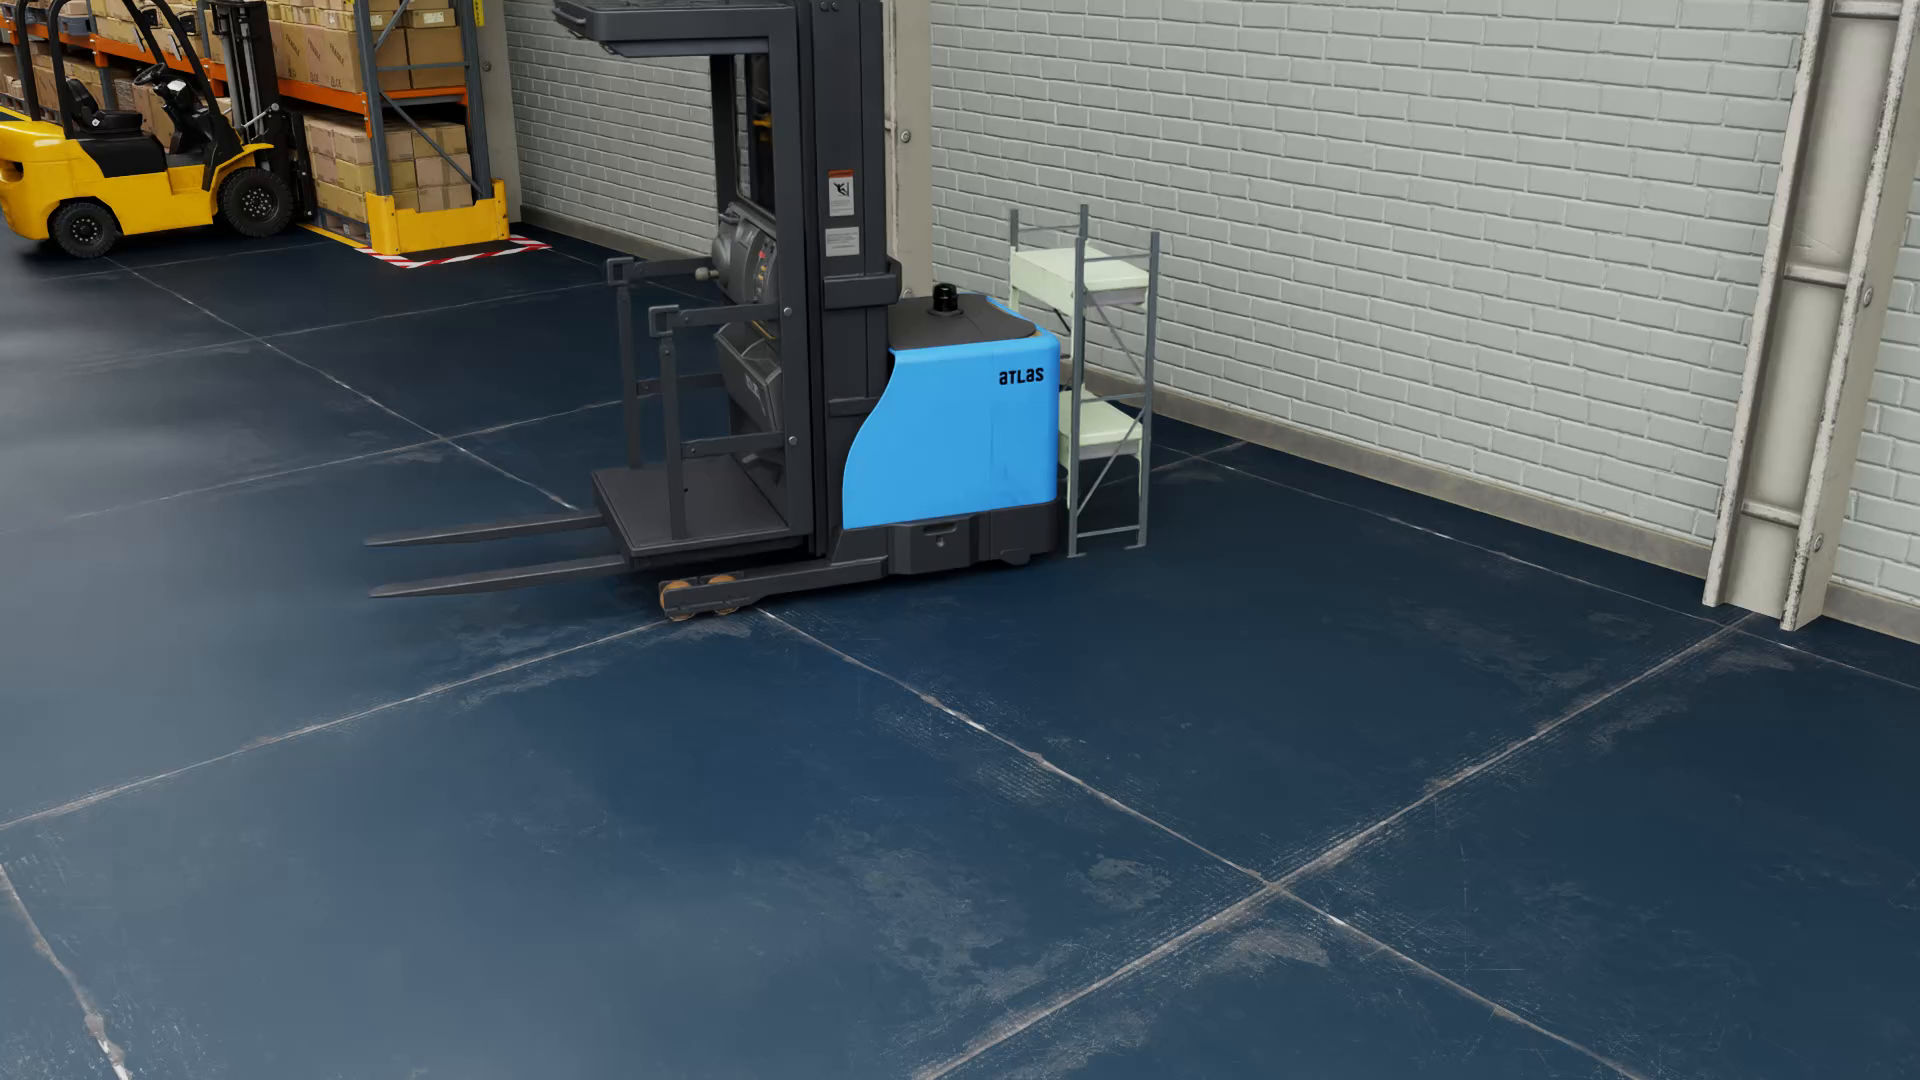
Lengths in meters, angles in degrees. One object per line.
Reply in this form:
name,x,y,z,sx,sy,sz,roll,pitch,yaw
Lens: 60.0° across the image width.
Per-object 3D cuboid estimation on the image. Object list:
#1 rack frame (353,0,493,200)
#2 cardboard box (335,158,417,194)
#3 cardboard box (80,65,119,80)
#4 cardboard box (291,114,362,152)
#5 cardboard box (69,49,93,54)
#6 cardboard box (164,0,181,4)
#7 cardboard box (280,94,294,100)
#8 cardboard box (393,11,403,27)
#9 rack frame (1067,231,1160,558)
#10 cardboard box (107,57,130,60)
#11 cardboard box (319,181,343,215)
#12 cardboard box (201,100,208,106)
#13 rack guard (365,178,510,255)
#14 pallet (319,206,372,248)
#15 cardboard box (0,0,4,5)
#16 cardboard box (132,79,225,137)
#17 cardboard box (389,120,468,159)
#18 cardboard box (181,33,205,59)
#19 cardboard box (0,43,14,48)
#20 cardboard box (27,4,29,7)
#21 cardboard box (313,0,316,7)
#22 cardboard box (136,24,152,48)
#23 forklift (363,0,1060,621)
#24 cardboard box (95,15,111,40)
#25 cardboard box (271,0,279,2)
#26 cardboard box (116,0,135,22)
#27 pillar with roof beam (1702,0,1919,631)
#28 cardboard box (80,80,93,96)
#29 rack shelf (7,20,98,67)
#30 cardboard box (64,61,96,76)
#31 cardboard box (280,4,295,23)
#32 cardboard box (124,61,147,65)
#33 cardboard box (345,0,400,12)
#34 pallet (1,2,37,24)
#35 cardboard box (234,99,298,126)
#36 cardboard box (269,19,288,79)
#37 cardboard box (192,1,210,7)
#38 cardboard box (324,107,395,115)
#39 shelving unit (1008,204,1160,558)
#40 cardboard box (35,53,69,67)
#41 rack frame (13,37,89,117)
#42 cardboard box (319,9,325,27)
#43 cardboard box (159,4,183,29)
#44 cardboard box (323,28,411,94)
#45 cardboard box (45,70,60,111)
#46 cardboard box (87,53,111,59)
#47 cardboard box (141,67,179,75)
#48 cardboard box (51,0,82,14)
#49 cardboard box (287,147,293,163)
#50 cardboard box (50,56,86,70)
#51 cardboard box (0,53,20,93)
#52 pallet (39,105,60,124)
rack frame,-4.571,-4.010,14.110,1.000,3.000,0.127,-17,27,-37
cardboard box,-5.126,-3.218,14.597,0.500,0.250,0.500,-18,28,-38
cardboard box,-10.647,-5.782,20.595,0.380,0.149,0.250,-19,28,-39
cardboard box,-5.783,-3.721,15.194,0.500,0.250,0.500,-17,27,-37
cardboard box,-11.945,-6.626,22.751,0.380,0.149,0.250,-19,28,-39
cardboard box,-8.147,-5.694,17.382,0.380,0.149,0.250,-19,28,-39
cardboard box,-6.714,-4.406,16.945,0.500,0.250,0.500,-17,27,-36
cardboard box,-4.805,-4.567,14.506,0.380,0.149,0.250,-17,27,-37
rack frame,0.694,-0.643,7.569,0.400,1.500,0.023,-8,23,-20
cardboard box,-10.926,-6.202,21.667,0.380,0.149,0.250,-19,28,-39
cardboard box,-5.435,-3.120,15.031,0.500,0.250,0.500,-17,27,-37
cardboard box,-7.531,-4.347,17.649,0.875,0.625,0.625,-16,26,-35
rack guard,-4.555,-2.840,14.549,1.175,0.500,0.348,-17,27,-37
pallet,-5.102,-2.913,15.133,1.003,0.211,1.213,-17,27,-37
cardboard box,-12.921,-7.477,22.759,0.500,0.250,0.500,-17,27,-36
cardboard box,-8.964,-4.956,19.205,0.875,0.625,0.625,-16,27,-36
cardboard box,-4.741,-3.569,14.807,0.500,0.250,0.500,-18,28,-38
cardboard box,-7.709,-5.123,17.155,0.500,0.250,0.500,-17,27,-36
cardboard box,-14.688,-7.272,25.286,0.797,0.503,0.637,-19,28,-39
cardboard box,-11.788,-6.983,21.309,0.396,0.266,0.258,-16,26,-35
cardboard box,-5.447,-4.759,14.588,0.380,0.149,0.250,-17,27,-37
cardboard box,-8.685,-5.545,18.235,0.500,0.250,0.500,-16,27,-36
forklift,-1.111,-1.237,7.123,3.031,2.935,1.130,-8,23,-19
cardboard box,-9.689,-5.970,19.319,0.500,0.250,0.500,-17,27,-37
cardboard box,-6.122,-5.042,15.310,0.380,0.149,0.250,-17,27,-37
cardboard box,-9.035,-5.915,18.494,0.500,0.250,0.500,-18,28,-39
pillar with roof beam,0.229,-2.870,2.974,9.100,9.000,0.400,-17,27,-37
cardboard box,-10.551,-5.459,20.659,0.500,0.500,0.500,-18,28,-38
rack shelf,-11.099,-6.438,21.295,1.077,0.370,4.000,-17,27,-37
cardboard box,-11.152,-6.003,21.161,0.380,0.149,0.250,-19,28,-40
cardboard box,-5.866,-4.737,14.938,0.380,0.149,0.250,-17,27,-37
cardboard box,-10.381,-5.999,21.150,0.380,0.149,0.250,-19,28,-40
cardboard box,-4.965,-4.546,14.044,0.380,0.149,0.250,-17,27,-37
pallet,-11.965,-6.990,21.980,1.003,0.211,1.213,-17,27,-37
cardboard box,-6.778,-4.144,16.275,0.500,0.250,0.500,-17,27,-37
cardboard box,-6.094,-4.554,15.360,0.500,0.500,0.500,-17,27,-37
cardboard box,-7.573,-5.506,16.901,0.380,0.149,0.250,-16,27,-36
cardboard box,-5.718,-3.990,15.882,0.500,0.250,0.500,-18,28,-38
shelving unit,0.561,-0.767,7.887,0.431,1.500,0.755,-8,23,-20
cardboard box,-12.132,-6.439,22.273,0.380,0.149,0.250,-18,28,-39
rack frame,-12.404,-7.326,22.575,1.000,3.000,0.127,-17,27,-37
cardboard box,-5.322,-4.538,14.430,0.380,0.149,0.250,-17,27,-36
cardboard box,-8.038,-5.494,17.417,0.500,0.250,0.500,-18,28,-39
cardboard box,-5.091,-4.130,14.279,0.500,0.500,0.500,-18,28,-39
cardboard box,-11.581,-5.886,21.752,0.500,0.500,0.500,-18,28,-39
cardboard box,-11.417,-6.425,22.238,0.380,0.149,0.250,-19,28,-40
cardboard box,-9.897,-5.773,20.572,0.380,0.149,0.250,-16,26,-35
cardboard box,-10.727,-6.561,20.251,0.500,0.250,0.500,-19,28,-40
cardboard box,-6.122,-3.636,15.664,0.500,0.250,0.500,-18,27,-38
cardboard box,-11.632,-6.220,21.714,0.380,0.149,0.250,-18,27,-38
cardboard box,-13.482,-6.739,23.928,0.700,0.500,0.500,-19,28,-39
pallet,-11.845,-5.812,22.533,1.003,0.211,1.213,-17,27,-37
